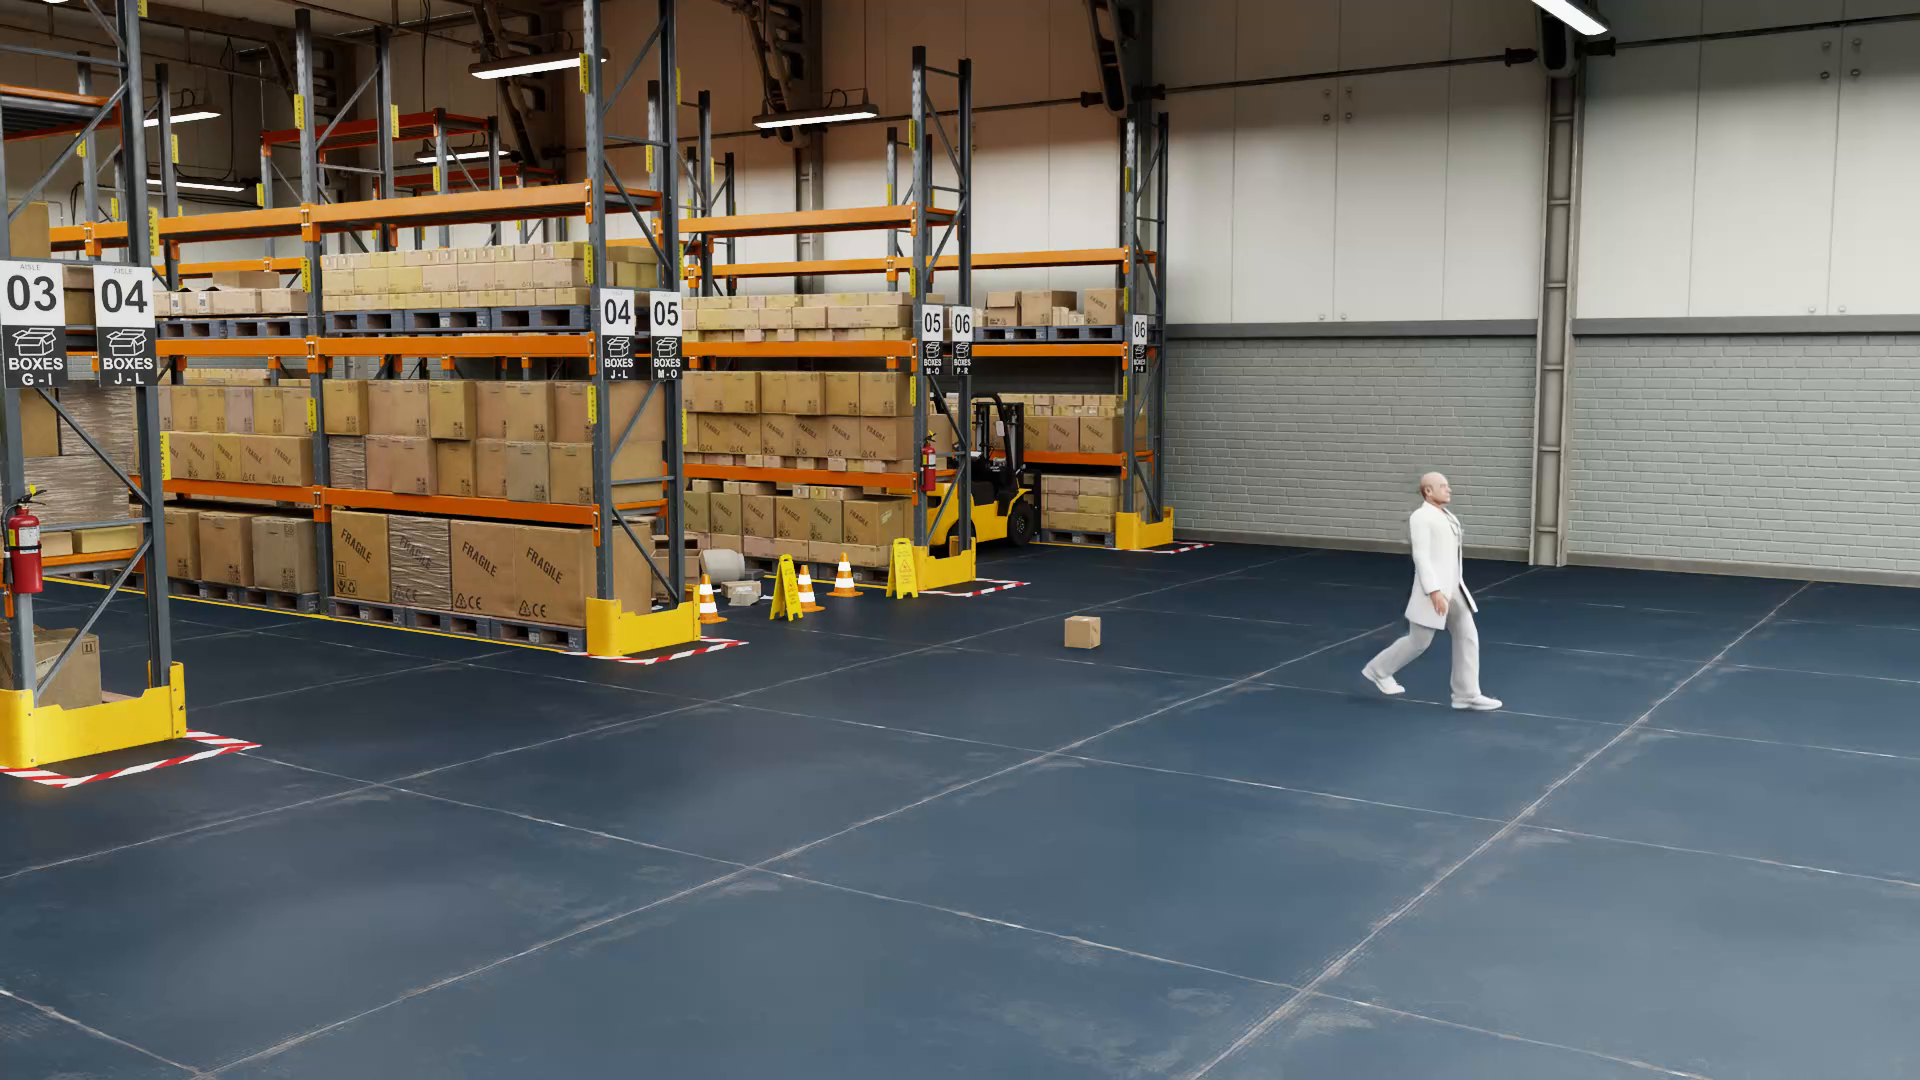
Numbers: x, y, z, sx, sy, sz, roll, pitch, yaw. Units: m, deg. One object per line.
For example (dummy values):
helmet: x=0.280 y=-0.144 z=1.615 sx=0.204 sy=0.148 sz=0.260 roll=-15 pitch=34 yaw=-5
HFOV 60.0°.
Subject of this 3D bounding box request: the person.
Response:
person: x=3.503 y=0.368 z=12.332 sx=1.054 sy=1.737 sz=0.579 roll=6 pitch=8 yaw=43
